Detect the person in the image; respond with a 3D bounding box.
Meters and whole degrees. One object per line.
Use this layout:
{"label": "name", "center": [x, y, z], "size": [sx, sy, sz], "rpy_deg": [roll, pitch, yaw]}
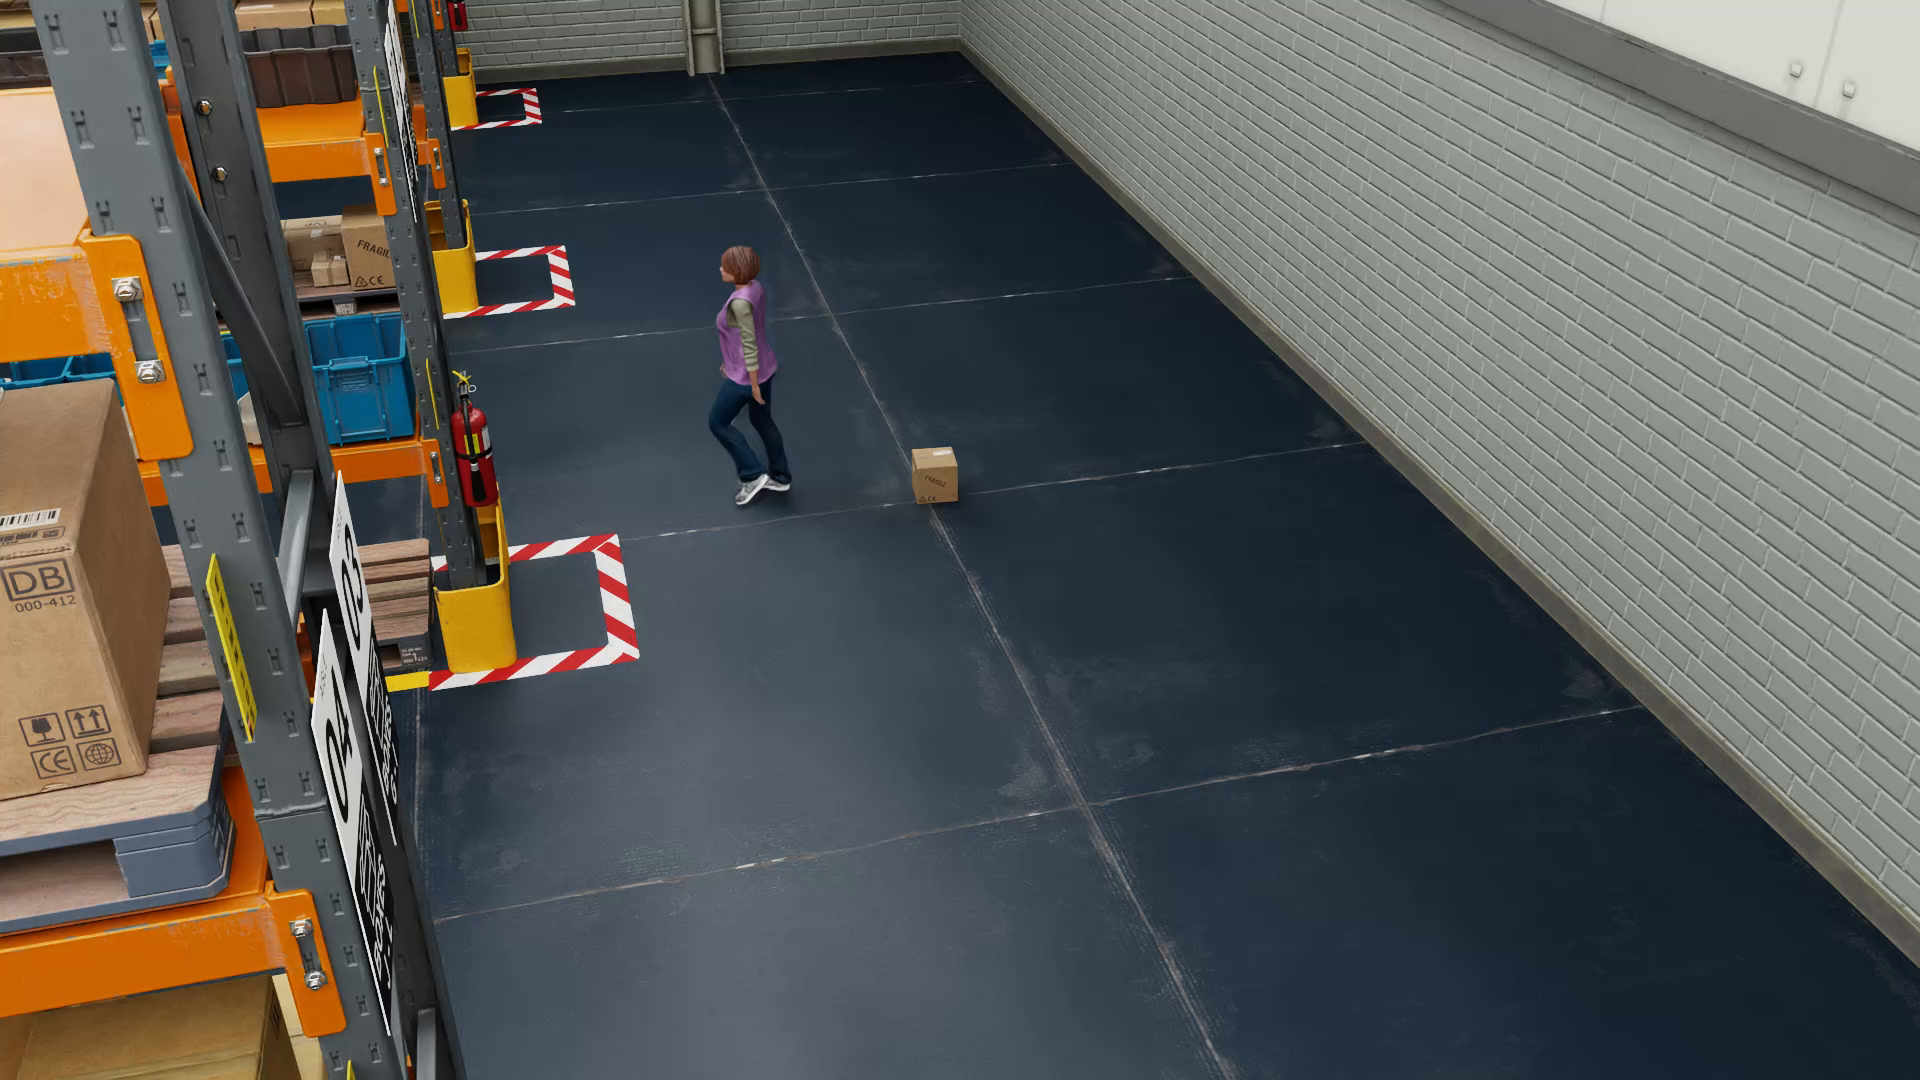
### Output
{"label": "person", "center": [-1.256, -0.966, 9.845], "size": [0.450, 1.617, 0.417], "rpy_deg": [6, 31, 10]}
